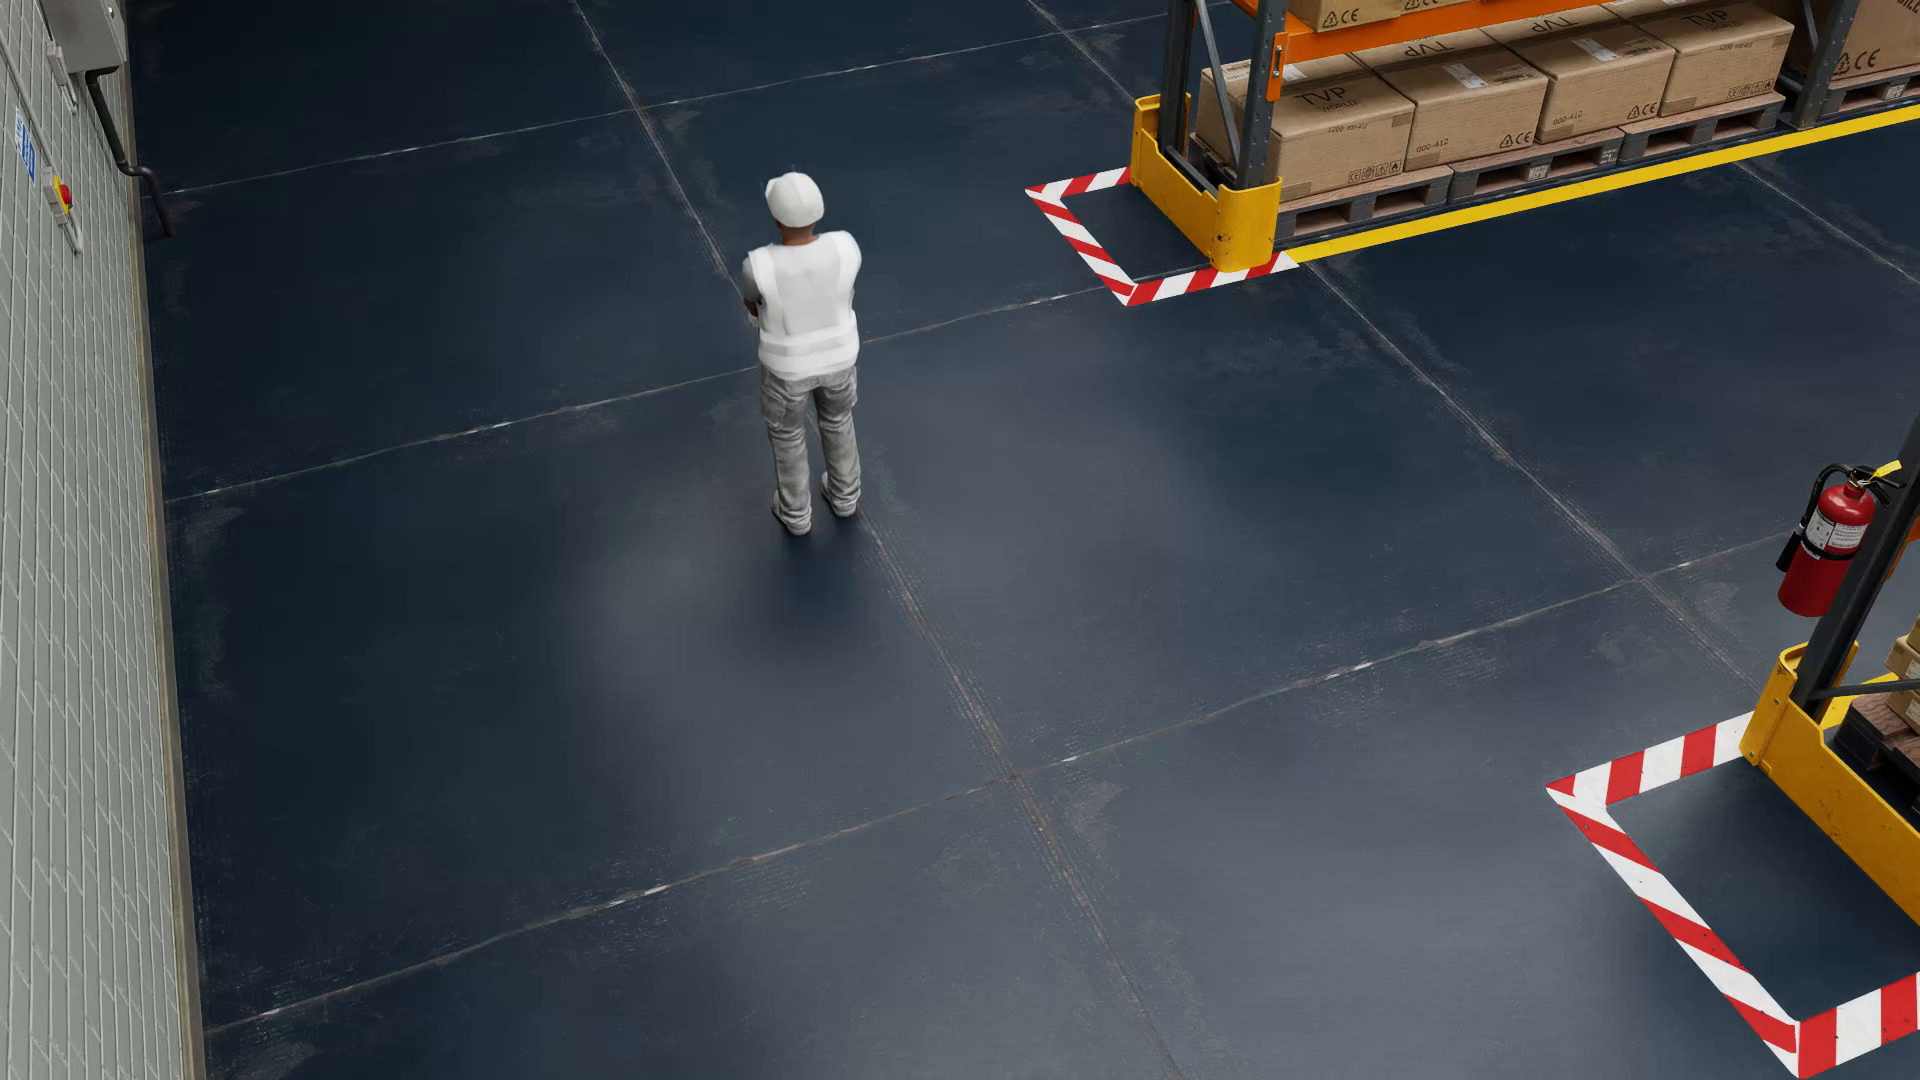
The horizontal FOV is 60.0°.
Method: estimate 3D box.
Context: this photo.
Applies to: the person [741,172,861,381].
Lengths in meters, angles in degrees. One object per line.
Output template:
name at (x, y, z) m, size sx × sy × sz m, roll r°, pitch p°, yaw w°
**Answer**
person at (-0.686, -1.167, 6.798) m, size 0.488 × 0.887 × 0.573 m, roll -14°, pitch 43°, yaw -16°
